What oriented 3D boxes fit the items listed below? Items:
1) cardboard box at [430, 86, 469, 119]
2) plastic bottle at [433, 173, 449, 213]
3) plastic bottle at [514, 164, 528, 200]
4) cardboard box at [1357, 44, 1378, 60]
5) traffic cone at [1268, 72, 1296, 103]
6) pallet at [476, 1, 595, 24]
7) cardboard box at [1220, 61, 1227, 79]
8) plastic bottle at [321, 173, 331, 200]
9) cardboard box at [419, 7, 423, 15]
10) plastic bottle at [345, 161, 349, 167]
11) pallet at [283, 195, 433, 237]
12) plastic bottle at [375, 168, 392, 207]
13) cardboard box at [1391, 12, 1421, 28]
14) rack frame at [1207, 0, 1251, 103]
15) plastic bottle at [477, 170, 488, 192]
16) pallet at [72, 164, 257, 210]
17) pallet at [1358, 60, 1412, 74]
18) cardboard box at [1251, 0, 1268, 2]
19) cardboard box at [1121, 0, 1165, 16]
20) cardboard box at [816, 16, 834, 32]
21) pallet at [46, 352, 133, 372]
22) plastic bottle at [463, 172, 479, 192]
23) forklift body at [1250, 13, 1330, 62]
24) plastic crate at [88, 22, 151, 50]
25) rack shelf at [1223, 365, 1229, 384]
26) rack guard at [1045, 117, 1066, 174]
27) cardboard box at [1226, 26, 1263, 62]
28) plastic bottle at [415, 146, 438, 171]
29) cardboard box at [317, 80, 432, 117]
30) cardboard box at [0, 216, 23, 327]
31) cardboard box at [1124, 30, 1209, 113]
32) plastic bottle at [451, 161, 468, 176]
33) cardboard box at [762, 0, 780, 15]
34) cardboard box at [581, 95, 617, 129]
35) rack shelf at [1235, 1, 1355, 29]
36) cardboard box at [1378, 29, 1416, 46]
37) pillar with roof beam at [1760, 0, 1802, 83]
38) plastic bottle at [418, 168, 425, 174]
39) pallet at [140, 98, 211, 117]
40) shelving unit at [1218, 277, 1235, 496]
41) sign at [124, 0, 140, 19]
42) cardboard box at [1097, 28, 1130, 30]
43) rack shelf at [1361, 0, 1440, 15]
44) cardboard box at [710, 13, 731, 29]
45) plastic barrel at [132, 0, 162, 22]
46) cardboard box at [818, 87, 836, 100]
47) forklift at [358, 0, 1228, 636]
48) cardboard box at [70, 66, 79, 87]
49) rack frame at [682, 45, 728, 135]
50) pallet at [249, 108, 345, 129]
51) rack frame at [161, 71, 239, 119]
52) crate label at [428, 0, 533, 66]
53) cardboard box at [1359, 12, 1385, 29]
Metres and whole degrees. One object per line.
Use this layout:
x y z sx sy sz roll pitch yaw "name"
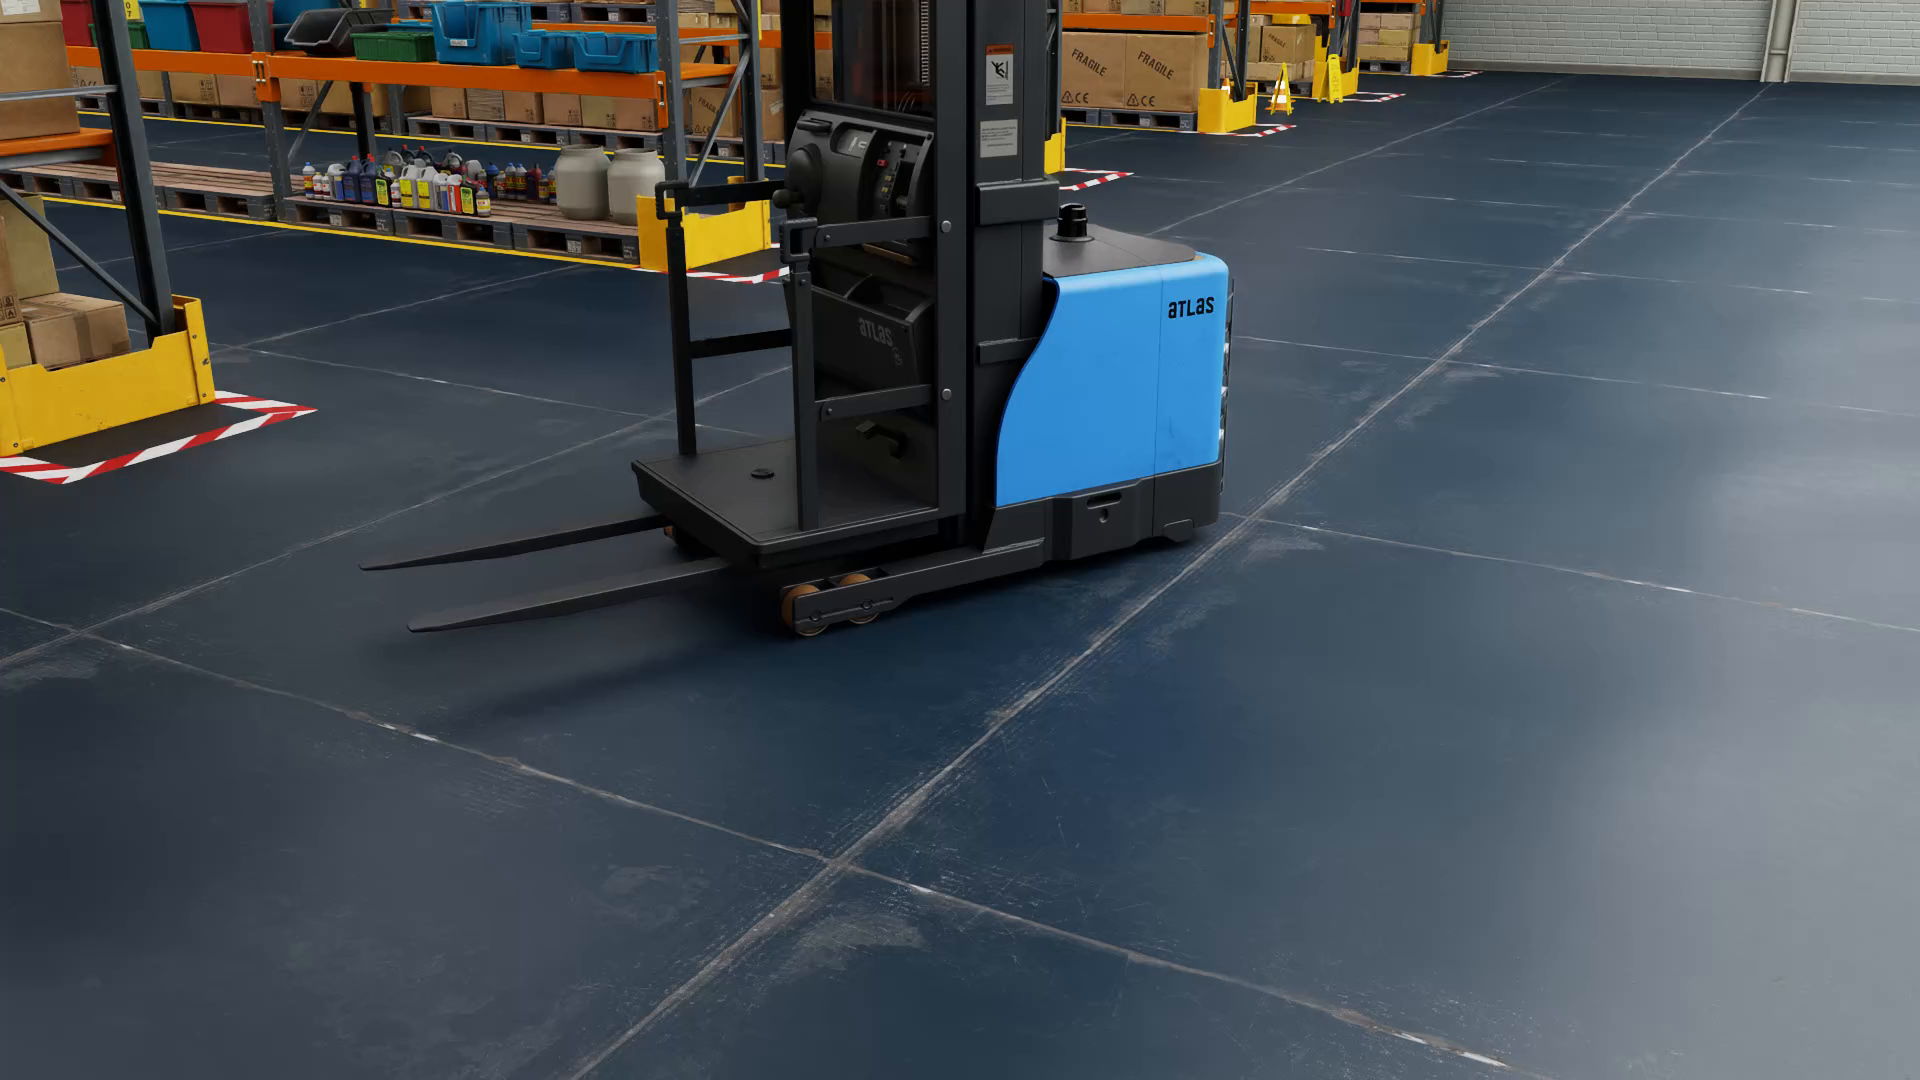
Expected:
-5.700 -5.179 19.265 0.500 0.500 0.700 10 22 24 "cardboard box"
-3.871 -2.623 12.545 0.135 0.276 0.152 10 22 26 "plastic bottle"
-3.457 -2.824 13.106 0.097 0.271 0.097 0 20 0 "plastic bottle"
6.946 -8.325 28.334 0.500 0.250 0.500 11 23 27 "cardboard box"
4.517 -6.368 23.241 0.334 0.463 0.336 11 23 27 "traffic cone"
-4.547 -5.846 18.363 1.213 0.211 1.003 11 23 27 "pallet"
3.777 -7.006 24.696 0.500 0.250 0.500 10 22 25 "cardboard box"
-4.977 -2.787 13.109 0.097 0.201 0.097 0 20 0 "plastic bottle"
-6.587 -6.462 19.633 0.500 0.500 0.500 12 23 29 "cardboard box"
-4.807 -2.846 13.150 0.133 0.283 0.061 11 23 27 "plastic bottle"
-4.653 -2.678 13.439 1.213 0.211 1.003 11 23 27 "pallet"
-4.428 -2.714 12.787 0.133 0.283 0.061 12 23 30 "plastic bottle"
7.612 -8.862 28.348 0.500 0.250 0.500 10 22 26 "cardboard box"
3.196 -6.382 19.561 0.127 3.000 1.000 11 23 27 "rack frame"
-3.810 -2.858 13.304 0.097 0.201 0.097 0 20 0 "plastic bottle"
-6.992 -3.124 14.668 1.213 0.211 1.003 11 23 27 "pallet"
7.251 -8.155 28.537 1.213 0.211 1.003 11 23 27 "pallet"
4.363 -7.845 23.962 0.250 0.149 0.380 11 23 28 "cardboard box"
2.359 -6.586 19.903 0.550 0.550 0.875 11 23 27 "cardboard box"
-1.206 -5.071 16.314 0.250 0.149 0.380 11 23 27 "cardboard box"
-4.833 -0.778 8.200 1.213 0.211 1.003 11 23 27 "pallet"
-3.699 -2.635 12.568 0.133 0.283 0.061 11 23 27 "plastic bottle"
5.394 -8.724 27.262 1.214 2.155 2.313 11 23 27 "forklift body"
-6.877 -4.219 13.909 0.662 0.188 0.450 11 23 27 "plastic crate"
0.955 -0.646 6.660 0.200 0.077 0.258 7 21 17 "rack shelf"
0.623 -3.760 15.998 0.348 0.500 1.175 11 23 27 "rack guard"
4.238 -7.271 24.329 0.500 0.500 0.500 12 23 29 "cardboard box"
-4.348 -3.022 13.536 0.185 0.351 0.144 10 22 25 "plastic bottle"
-6.887 -5.573 19.828 0.875 0.875 1.225 10 22 25 "cardboard box"
-4.759 -1.232 7.679 0.500 0.500 0.500 11 23 27 "cardboard box"
2.572 -5.674 20.108 0.875 0.875 0.875 11 23 28 "cardboard box"
-3.978 -2.876 13.234 0.133 0.283 0.061 11 23 27 "plastic bottle"
-1.535 -5.535 16.641 0.500 0.500 0.875 11 23 27 "cardboard box"
-3.736 -4.813 18.255 0.500 0.500 0.700 11 22 27 "cardboard box"
3.776 -7.867 24.709 4.000 0.370 1.077 11 23 27 "rack shelf"
7.362 -8.479 28.024 0.500 0.250 0.500 10 22 27 "cardboard box"
10.910 -10.276 21.497 0.400 9.000 9.100 11 23 27 "pillar with roof beam"
-4.130 -2.728 12.836 0.135 0.276 0.152 11 23 27 "plastic bottle"
-10.413 -5.757 21.926 1.213 0.211 1.003 11 23 27 "pallet"
0.955 -0.593 6.679 0.210 0.900 0.258 7 21 17 "shelving unit"
-3.870 -2.582 7.700 0.005 0.325 0.100 11 23 27 "sign"
2.413 -7.617 25.281 0.500 0.500 0.500 12 23 30 "cardboard box"
6.193 -9.345 28.785 4.000 0.370 1.077 11 23 27 "rack shelf"
-2.318 -5.266 16.851 0.250 0.149 0.380 11 23 27 "cardboard box"
-6.965 -4.596 14.436 0.433 0.535 0.433 0 20 0 "plastic barrel"
-1.389 -4.359 17.032 0.500 0.500 0.500 9 22 23 "cardboard box"
-0.529 -1.266 5.557 3.031 2.935 1.130 -12 23 -30 "forklift"
-11.887 -6.548 22.518 0.875 0.875 0.875 11 23 27 "cardboard box"
-2.803 -5.588 17.371 0.127 3.000 1.000 11 23 27 "rack frame"
-8.008 -5.299 20.663 1.213 0.211 1.003 11 23 27 "pallet"
-9.787 -6.918 21.038 0.127 3.000 1.000 11 23 27 "rack frame"
-3.465 -3.690 12.088 0.616 0.435 0.502 11 23 27 "crate label"
6.937 -8.793 28.156 0.500 0.250 0.500 11 23 28 "cardboard box"
